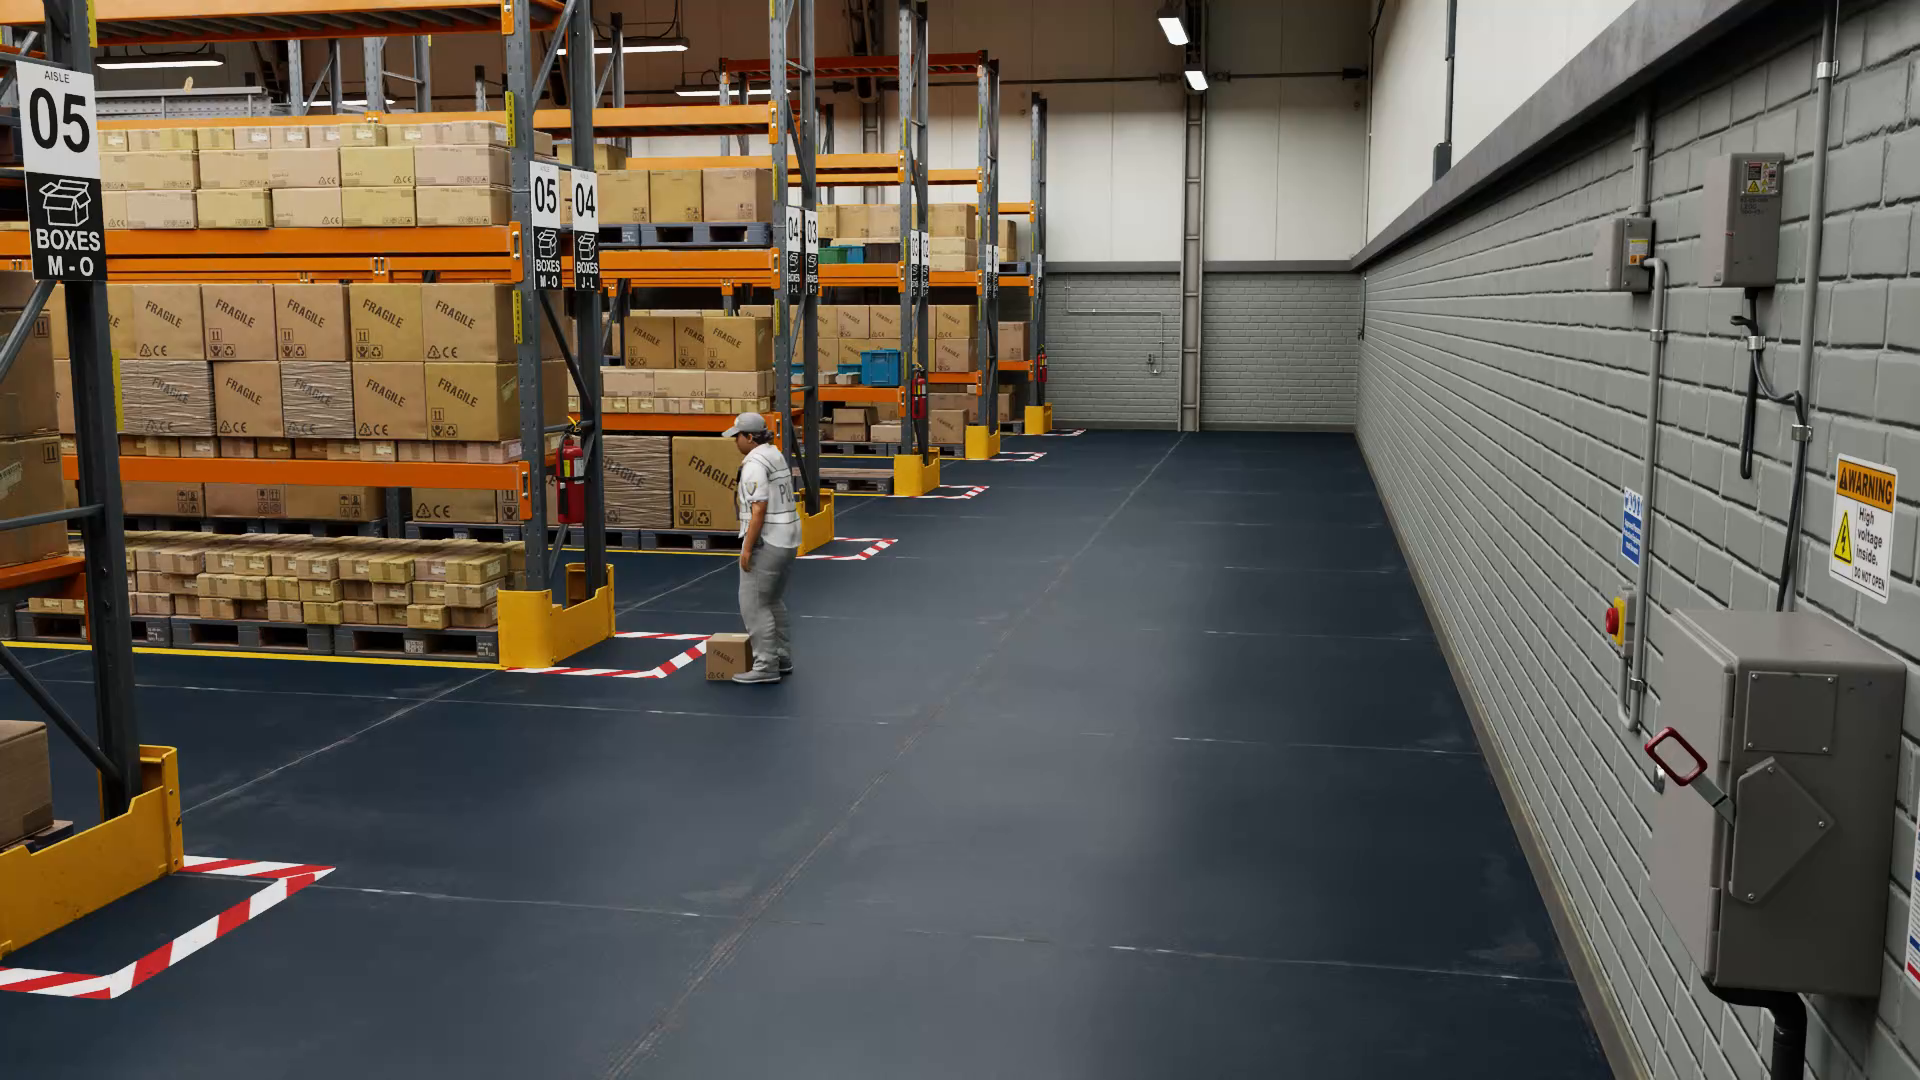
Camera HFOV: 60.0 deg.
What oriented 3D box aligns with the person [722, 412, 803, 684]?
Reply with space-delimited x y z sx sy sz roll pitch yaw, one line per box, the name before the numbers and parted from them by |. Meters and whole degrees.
person | -1.224 0.038 10.301 0.465 1.667 0.539 2 8 12
